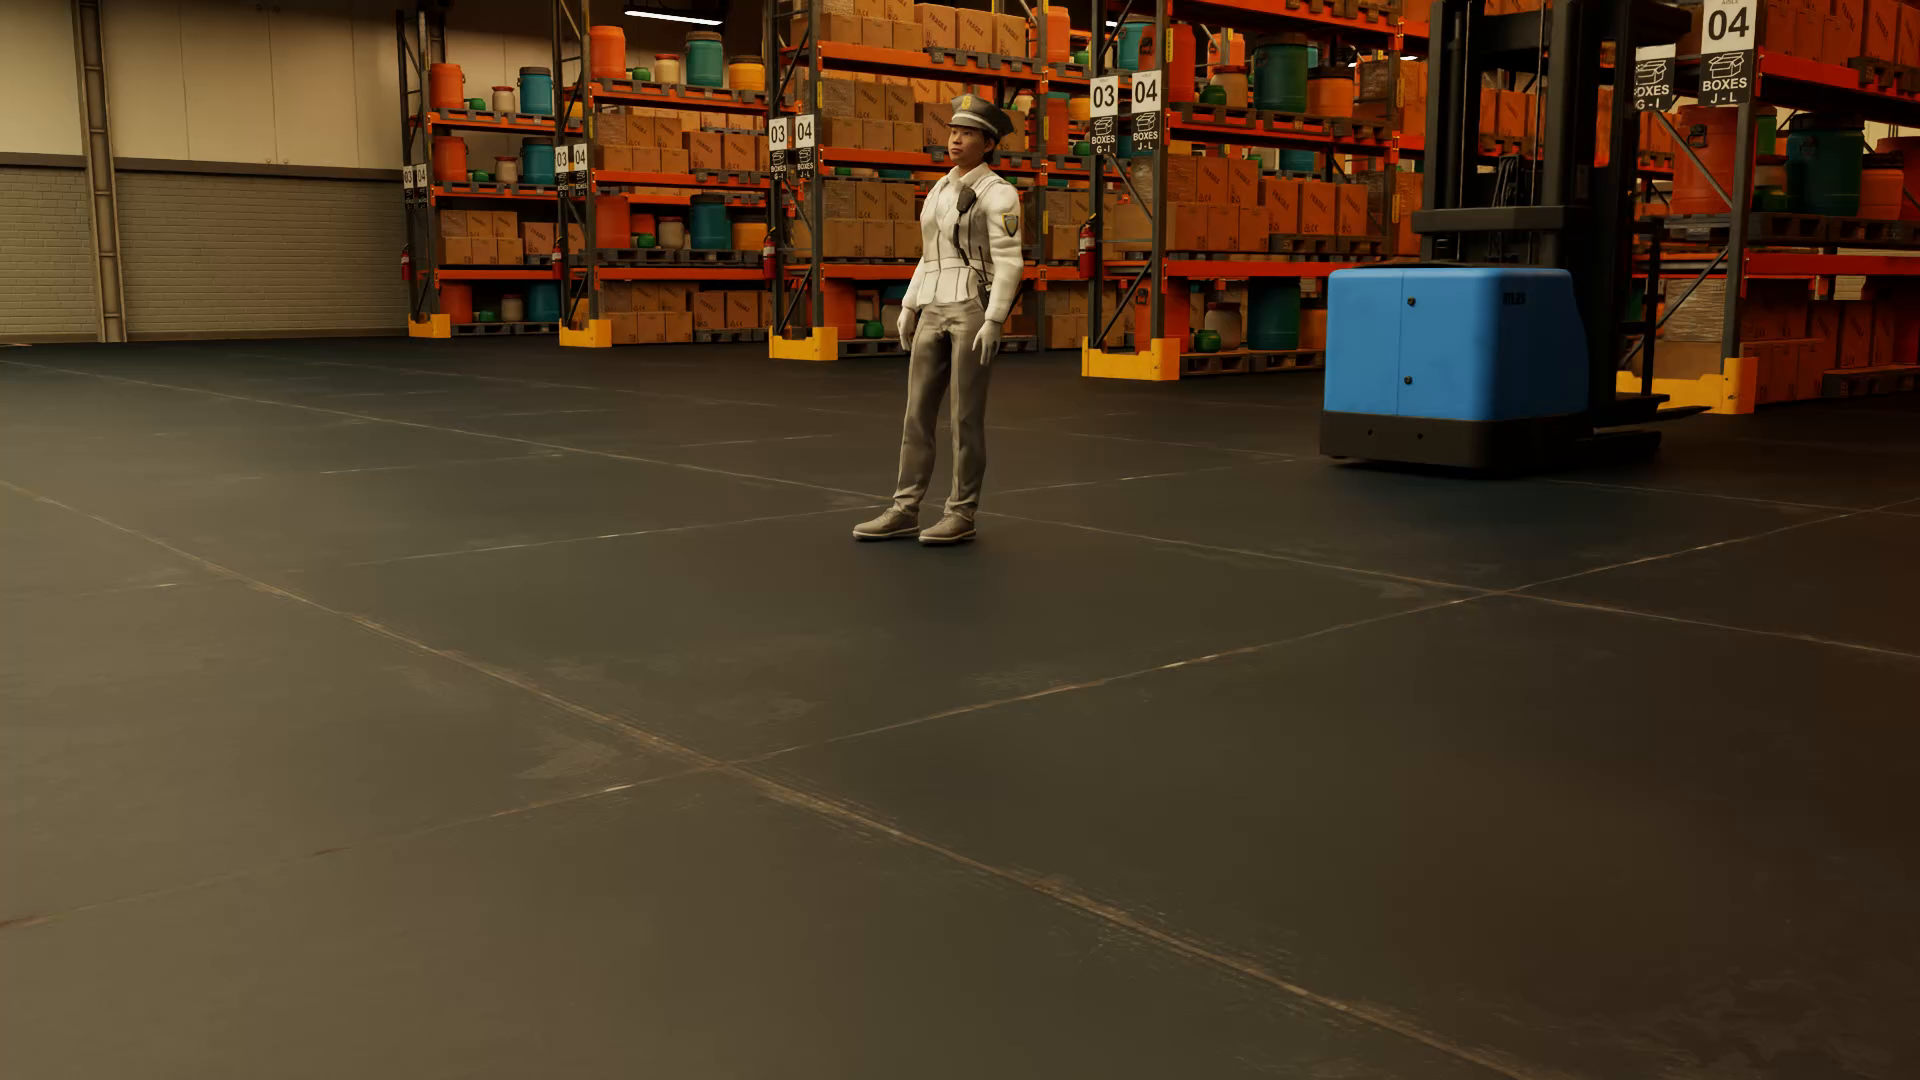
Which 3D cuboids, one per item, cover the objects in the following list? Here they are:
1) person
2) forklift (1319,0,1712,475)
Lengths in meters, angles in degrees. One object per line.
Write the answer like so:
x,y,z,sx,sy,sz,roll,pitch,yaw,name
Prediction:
-0.057,-0.838,6.370,0.530,1.694,0.586,-8,12,-40,person
3.403,-1.948,9.541,3.031,2.935,1.130,-8,12,-42,forklift
